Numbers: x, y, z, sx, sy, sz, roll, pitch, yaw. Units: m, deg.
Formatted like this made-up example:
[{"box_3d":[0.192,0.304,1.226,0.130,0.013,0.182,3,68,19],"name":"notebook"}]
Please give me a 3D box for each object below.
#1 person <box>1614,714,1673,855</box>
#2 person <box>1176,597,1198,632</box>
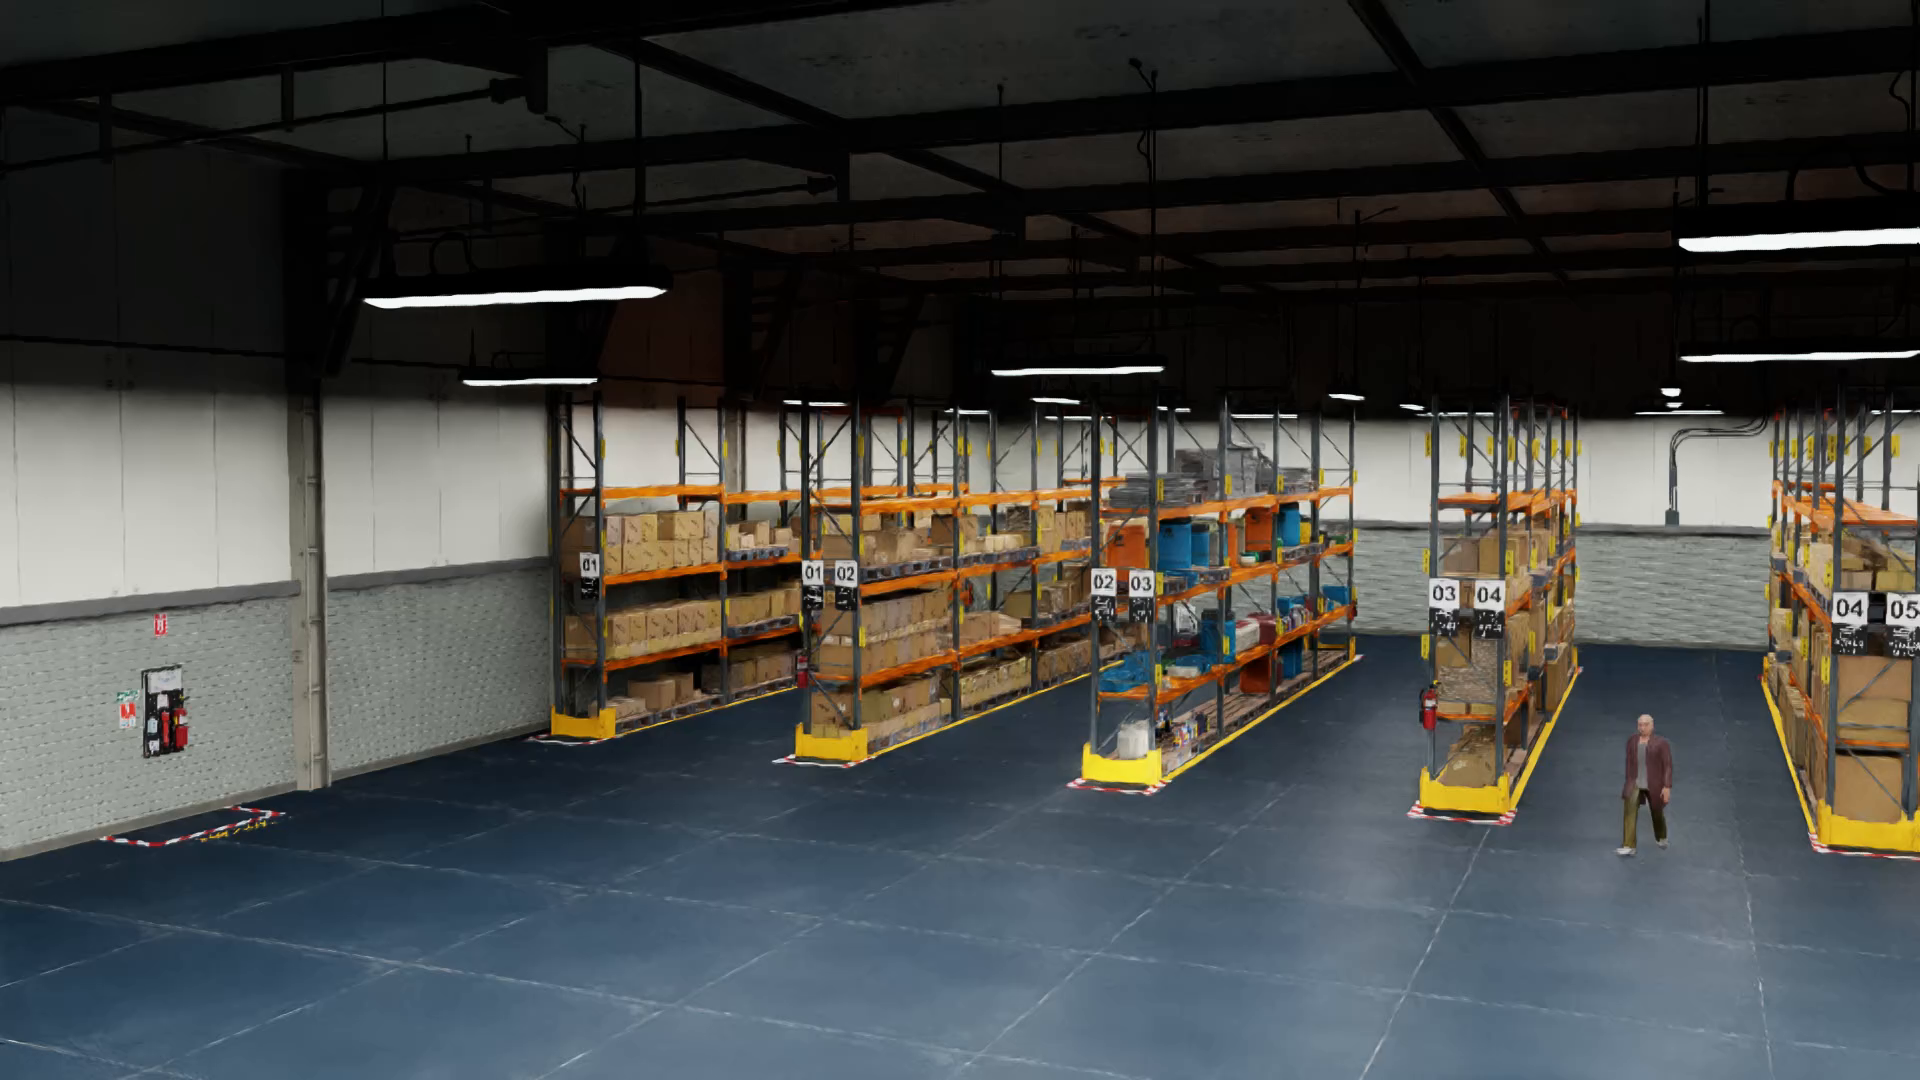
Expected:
[{"box_3d":[8.474,3.000,20.488,0.612,1.735,1.017,3,4,39],"name":"person"},{"box_3d":[5.270,2.045,38.813,0.495,1.589,1.086,2,3,25],"name":"person"}]
